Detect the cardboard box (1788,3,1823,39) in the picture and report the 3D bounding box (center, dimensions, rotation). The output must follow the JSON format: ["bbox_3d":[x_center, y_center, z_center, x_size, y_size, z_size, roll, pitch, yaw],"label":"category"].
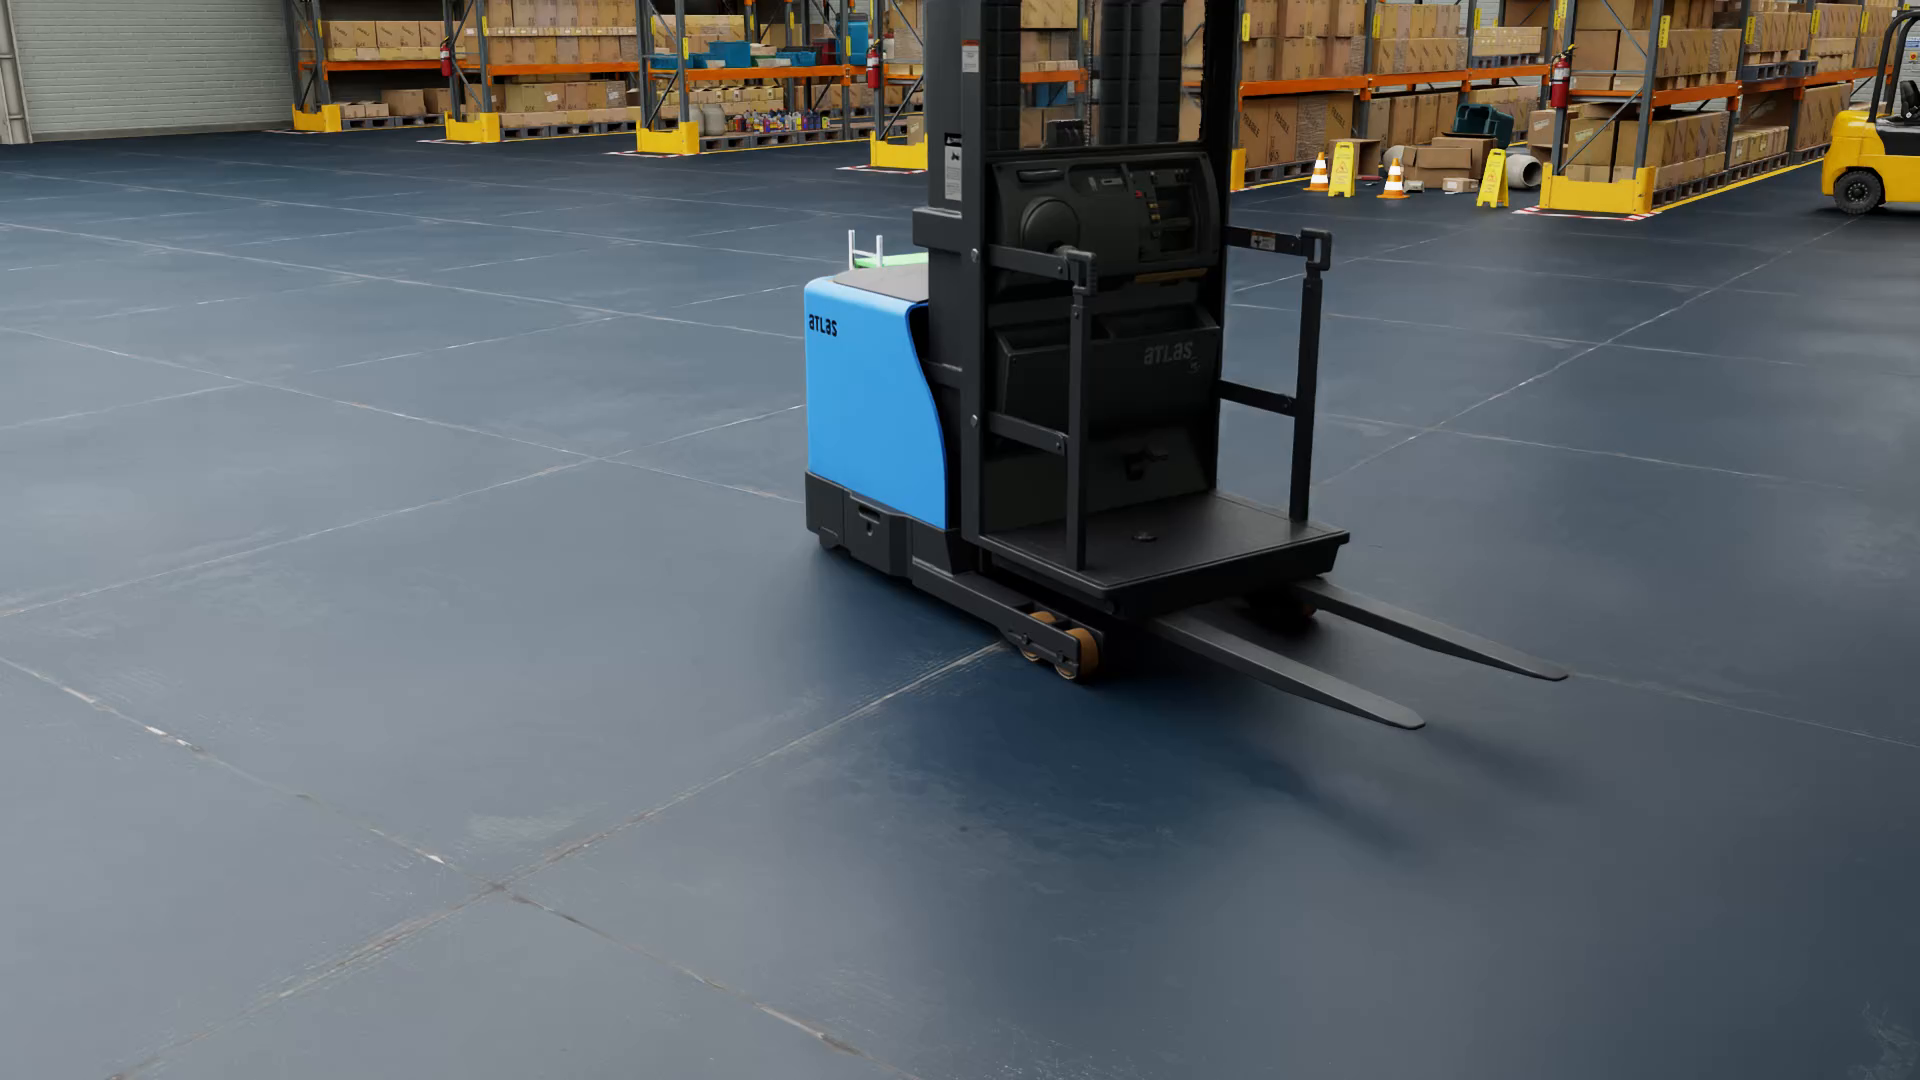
[{"bbox_3d":[12.394,-7.659,24.546,0.500,0.500,0.500,12,21,33],"label":"cardboard box"}]

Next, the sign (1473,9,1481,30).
[{"bbox_3d":[8.316,-8.366,26.724,0.100,0.325,0.005,12,21,35],"label":"sign"}]

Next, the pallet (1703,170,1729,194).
[{"bbox_3d":[9.149,-4.609,21.281,1.003,0.211,1.213,12,21,35],"label":"pallet"}]

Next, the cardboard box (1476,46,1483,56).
[{"bbox_3d":[8.457,-8.126,27.618,0.380,0.149,0.250,14,22,37],"label":"cardboard box"}]

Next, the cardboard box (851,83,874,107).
[{"bbox_3d":[-2.290,-10.127,37.822,0.500,0.500,0.500,13,21,35],"label":"cardboard box"}]

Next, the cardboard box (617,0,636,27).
[{"bbox_3d":[-6.651,-10.170,32.130,0.700,0.500,0.500,13,21,35],"label":"cardboard box"}]

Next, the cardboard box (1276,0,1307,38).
[{"bbox_3d":[4.050,-6.930,21.980,0.875,0.550,0.550,12,21,35],"label":"cardboard box"}]

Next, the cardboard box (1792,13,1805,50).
[{"bbox_3d":[11.557,-7.168,23.439,0.500,0.500,0.500,12,21,34],"label":"cardboard box"}]

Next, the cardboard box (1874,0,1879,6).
[{"bbox_3d":[15.321,-9.115,28.142,0.380,0.149,0.250,12,21,33],"label":"cardboard box"}]

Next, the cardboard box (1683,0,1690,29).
[{"bbox_3d":[8.441,-6.475,20.232,0.700,0.500,0.500,12,21,33],"label":"cardboard box"}]

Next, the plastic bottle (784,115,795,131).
[{"bbox_3d":[-2.975,-7.278,29.023,0.152,0.276,0.135,13,21,36],"label":"plastic bottle"}]

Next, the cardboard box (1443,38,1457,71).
[{"bbox_3d":[7.517,-7.685,26.314,0.500,0.500,0.500,12,21,35],"label":"cardboard box"}]

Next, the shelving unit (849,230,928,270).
[{"bbox_3d":[-0.184,-0.718,7.084,0.503,1.200,0.258,-11,21,-33],"label":"shelving unit"}]

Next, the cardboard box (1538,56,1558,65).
[{"bbox_3d":[10.683,-8.753,30.346,0.380,0.149,0.250,13,22,37],"label":"cardboard box"}]

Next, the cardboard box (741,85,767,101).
[{"bbox_3d":[-4.427,-9.424,35.067,0.500,0.311,0.500,12,21,34],"label":"cardboard box"}]

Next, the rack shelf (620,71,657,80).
[{"bbox_3d":[-5.200,-9.742,34.322,1.077,0.370,4.000,12,21,35],"label":"rack shelf"}]

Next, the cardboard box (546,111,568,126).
[{"bbox_3d":[-7.684,-7.871,31.012,0.500,0.250,0.500,12,21,35],"label":"cardboard box"}]

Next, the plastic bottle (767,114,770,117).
[{"bbox_3d":[-3.400,-7.435,29.537,0.097,0.271,0.097,0,17,0],"label":"plastic bottle"}]

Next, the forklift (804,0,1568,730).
[{"bbox_3d":[0.625,-1.111,5.431,1.130,2.935,3.031,-11,21,-33],"label":"forklift"}]

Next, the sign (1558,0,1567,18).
[{"bbox_3d":[6.703,-5.961,18.447,0.100,0.325,0.005,12,21,35],"label":"sign"}]

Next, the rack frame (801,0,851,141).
[{"bbox_3d":[-2.416,-8.733,29.860,1.000,3.000,0.127,12,21,35],"label":"rack frame"}]

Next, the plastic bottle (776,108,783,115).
[{"bbox_3d":[-3.230,-7.559,29.804,0.144,0.351,0.185,13,22,36],"label":"plastic bottle"}]

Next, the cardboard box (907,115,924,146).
[{"bbox_3d":[-0.436,-6.058,24.751,0.500,0.500,0.500,-15,23,-40],"label":"cardboard box"}]

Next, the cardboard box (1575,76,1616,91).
[{"bbox_3d":[7.188,-5.161,18.780,0.380,0.149,0.250,13,22,37],"label":"cardboard box"}]

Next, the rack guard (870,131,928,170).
[{"bbox_3d":[-0.776,-5.730,24.402,1.175,0.500,0.348,12,21,35],"label":"rack guard"}]

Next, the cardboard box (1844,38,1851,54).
[{"bbox_3d":[13.928,-7.911,26.622,0.500,0.250,0.500,13,22,36],"label":"cardboard box"}]

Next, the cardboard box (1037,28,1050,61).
[{"bbox_3d":[0.918,-7.839,26.309,0.875,0.500,0.500,12,21,35],"label":"cardboard box"}]

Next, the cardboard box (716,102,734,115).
[{"bbox_3d":[-5.037,-8.916,34.375,0.500,0.250,0.500,13,21,36],"label":"cardboard box"}]

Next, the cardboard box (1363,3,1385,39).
[{"bbox_3d":[5.776,-7.602,24.362,0.700,0.500,0.500,12,21,34],"label":"cardboard box"}]

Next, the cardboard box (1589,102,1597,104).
[{"bbox_3d":[12.275,-8.634,32.636,0.380,0.149,0.250,12,21,33],"label":"cardboard box"}]

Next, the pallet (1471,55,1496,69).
[{"bbox_3d":[8.207,-8.007,27.845,1.213,0.211,1.003,12,21,35],"label":"pallet"}]

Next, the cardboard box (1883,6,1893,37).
[{"bbox_3d":[15.989,-9.087,29.143,0.500,0.500,0.500,12,21,34],"label":"cardboard box"}]

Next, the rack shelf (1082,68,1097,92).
[{"bbox_3d":[2.753,-7.991,28.682,1.077,0.370,4.000,12,21,35],"label":"rack shelf"}]

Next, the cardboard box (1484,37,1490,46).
[{"bbox_3d":[8.634,-8.342,27.812,0.380,0.149,0.250,12,21,33],"label":"cardboard box"}]

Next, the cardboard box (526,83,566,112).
[{"bbox_3d":[-7.693,-8.232,30.908,0.500,0.500,0.500,12,21,35],"label":"cardboard box"}]

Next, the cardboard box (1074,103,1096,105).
[{"bbox_3d":[2.244,-7.127,28.161,0.700,0.500,0.500,12,21,34],"label":"cardboard box"}]

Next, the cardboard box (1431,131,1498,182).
[{"bbox_3d":[6.701,-5.117,22.194,0.797,0.637,0.503,12,21,35],"label":"cardboard box"}]

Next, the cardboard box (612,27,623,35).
[{"bbox_3d":[-6.685,-9.743,31.849,0.380,0.149,0.250,12,21,33],"label":"cardboard box"}]

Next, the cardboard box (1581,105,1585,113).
[{"bbox_3d":[11.943,-8.371,32.290,0.380,0.149,0.250,13,21,35],"label":"cardboard box"}]

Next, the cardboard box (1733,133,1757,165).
[{"bbox_3d":[10.257,-5.350,22.687,0.950,0.372,0.625,14,22,38],"label":"cardboard box"}]

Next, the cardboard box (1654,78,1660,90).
[{"bbox_3d":[7.645,-5.141,18.716,0.380,0.149,0.250,13,21,35],"label":"cardboard box"}]

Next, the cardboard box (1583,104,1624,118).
[{"bbox_3d":[7.570,-5.046,19.555,0.380,0.149,0.250,13,22,36],"label":"cardboard box"}]

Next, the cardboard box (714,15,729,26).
[{"bbox_3d":[-5.991,-12.670,40.569,0.500,0.250,0.500,13,21,36],"label":"cardboard box"}]

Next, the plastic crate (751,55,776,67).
[{"bbox_3d":[-3.452,-8.359,29.011,0.450,0.188,0.662,12,21,35],"label":"plastic crate"}]

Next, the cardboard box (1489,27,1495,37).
[{"bbox_3d":[8.765,-8.536,27.936,0.380,0.149,0.250,11,21,32],"label":"cardboard box"}]

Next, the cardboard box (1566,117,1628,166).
[{"bbox_3d":[7.405,-4.637,19.331,0.500,0.500,0.500,13,21,35],"label":"cardboard box"}]

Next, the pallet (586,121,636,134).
[{"bbox_3d":[-6.899,-8.096,32.509,1.003,0.211,1.213,12,21,35],"label":"pallet"}]

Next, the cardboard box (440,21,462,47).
[{"bbox_3d":[-10.699,-10.493,34.480,0.500,0.500,0.500,12,21,34],"label":"cardboard box"}]

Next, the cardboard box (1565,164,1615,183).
[{"bbox_3d":[7.417,-4.287,19.471,0.500,0.250,0.500,12,21,34],"label":"cardboard box"}]

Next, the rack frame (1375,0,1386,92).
[{"bbox_3d":[8.712,-10.716,36.245,1.000,3.000,0.127,12,21,35],"label":"rack frame"}]
